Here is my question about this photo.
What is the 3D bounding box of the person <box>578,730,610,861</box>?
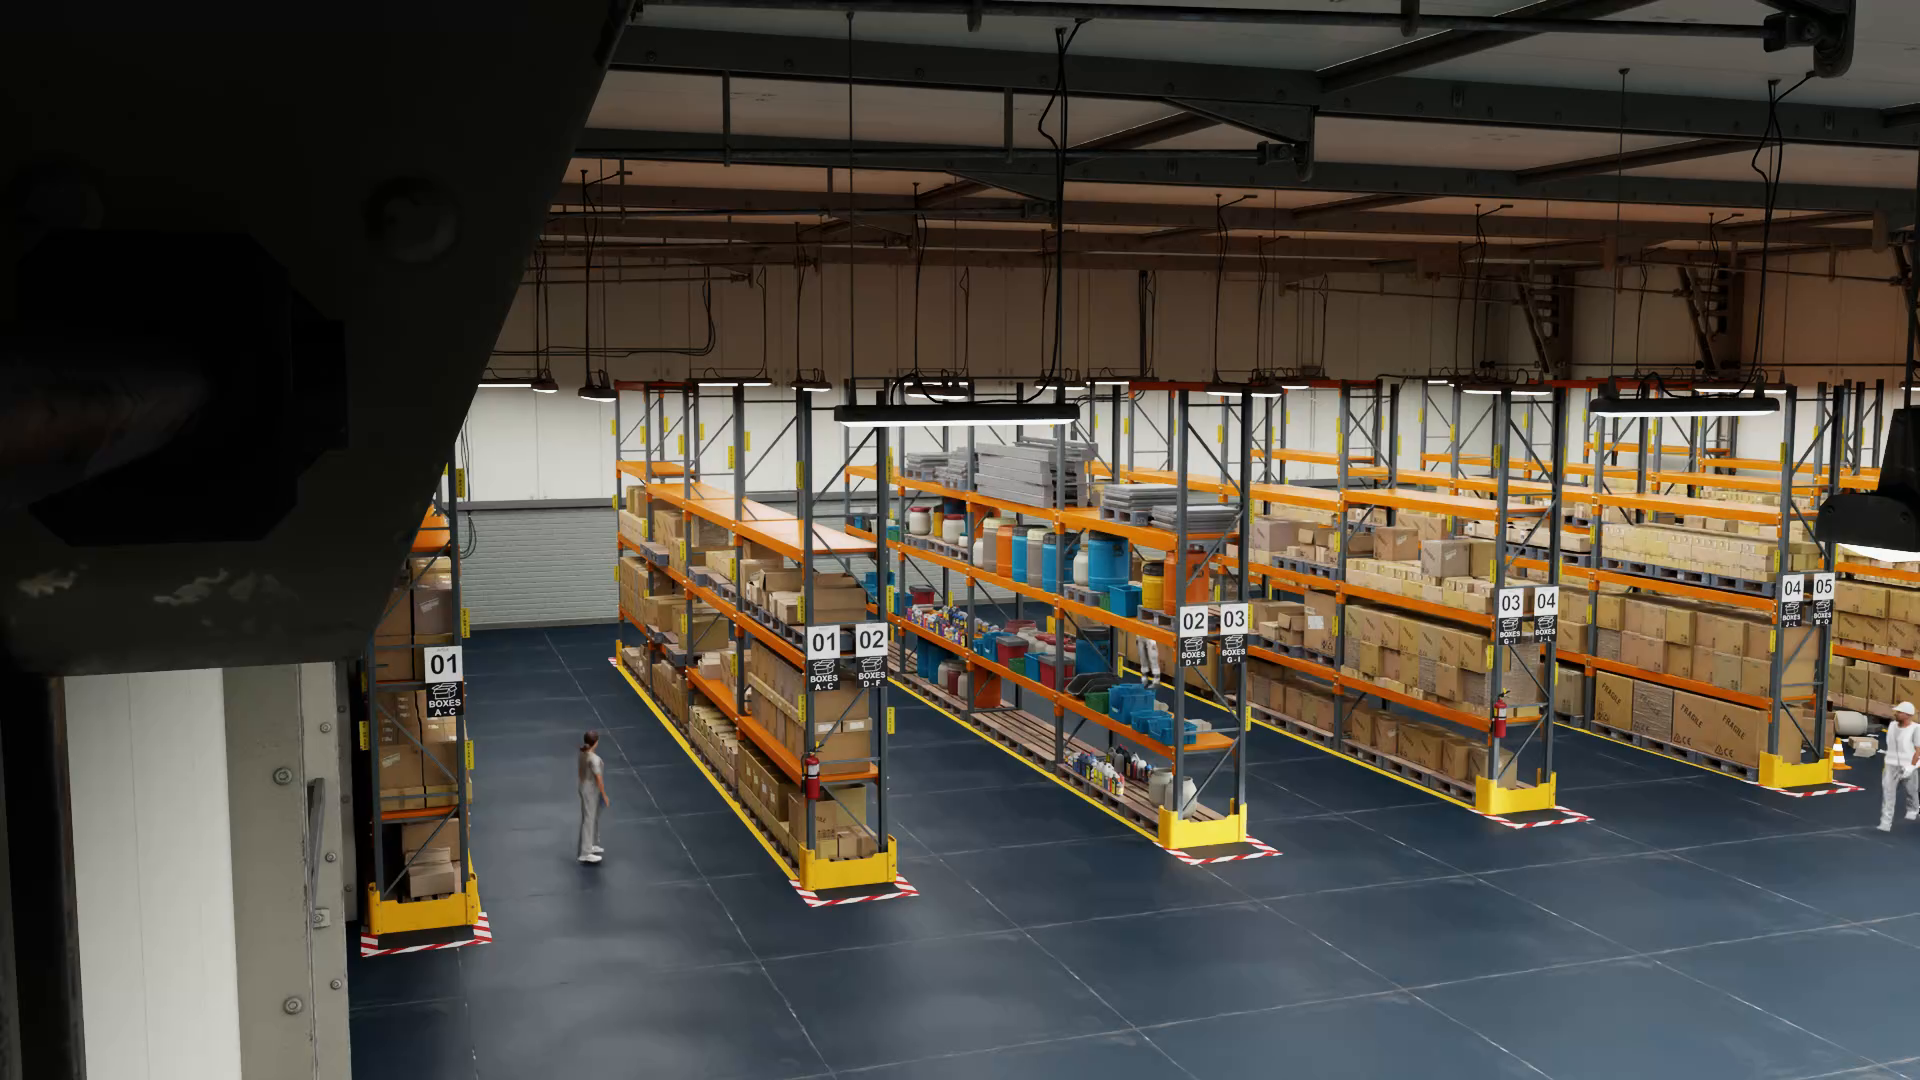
[{"bbox_3d":[-4.734,3.267,21.323,0.429,1.710,0.595,-3,7,-24],"label":"person"}]

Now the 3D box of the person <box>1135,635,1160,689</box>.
[{"bbox_3d":[3.510,1.859,31.116,0.437,1.790,0.581,-5,8,-39],"label":"person"}]

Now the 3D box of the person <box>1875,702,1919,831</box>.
[{"bbox_3d":[12.846,3.071,22.637,0.480,1.755,1.052,5,8,38],"label":"person"}]

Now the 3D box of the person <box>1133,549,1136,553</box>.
[{"bbox_3d":[4.295,1.076,41.532,0.670,1.721,1.060,-2,6,-20],"label":"person"}]
